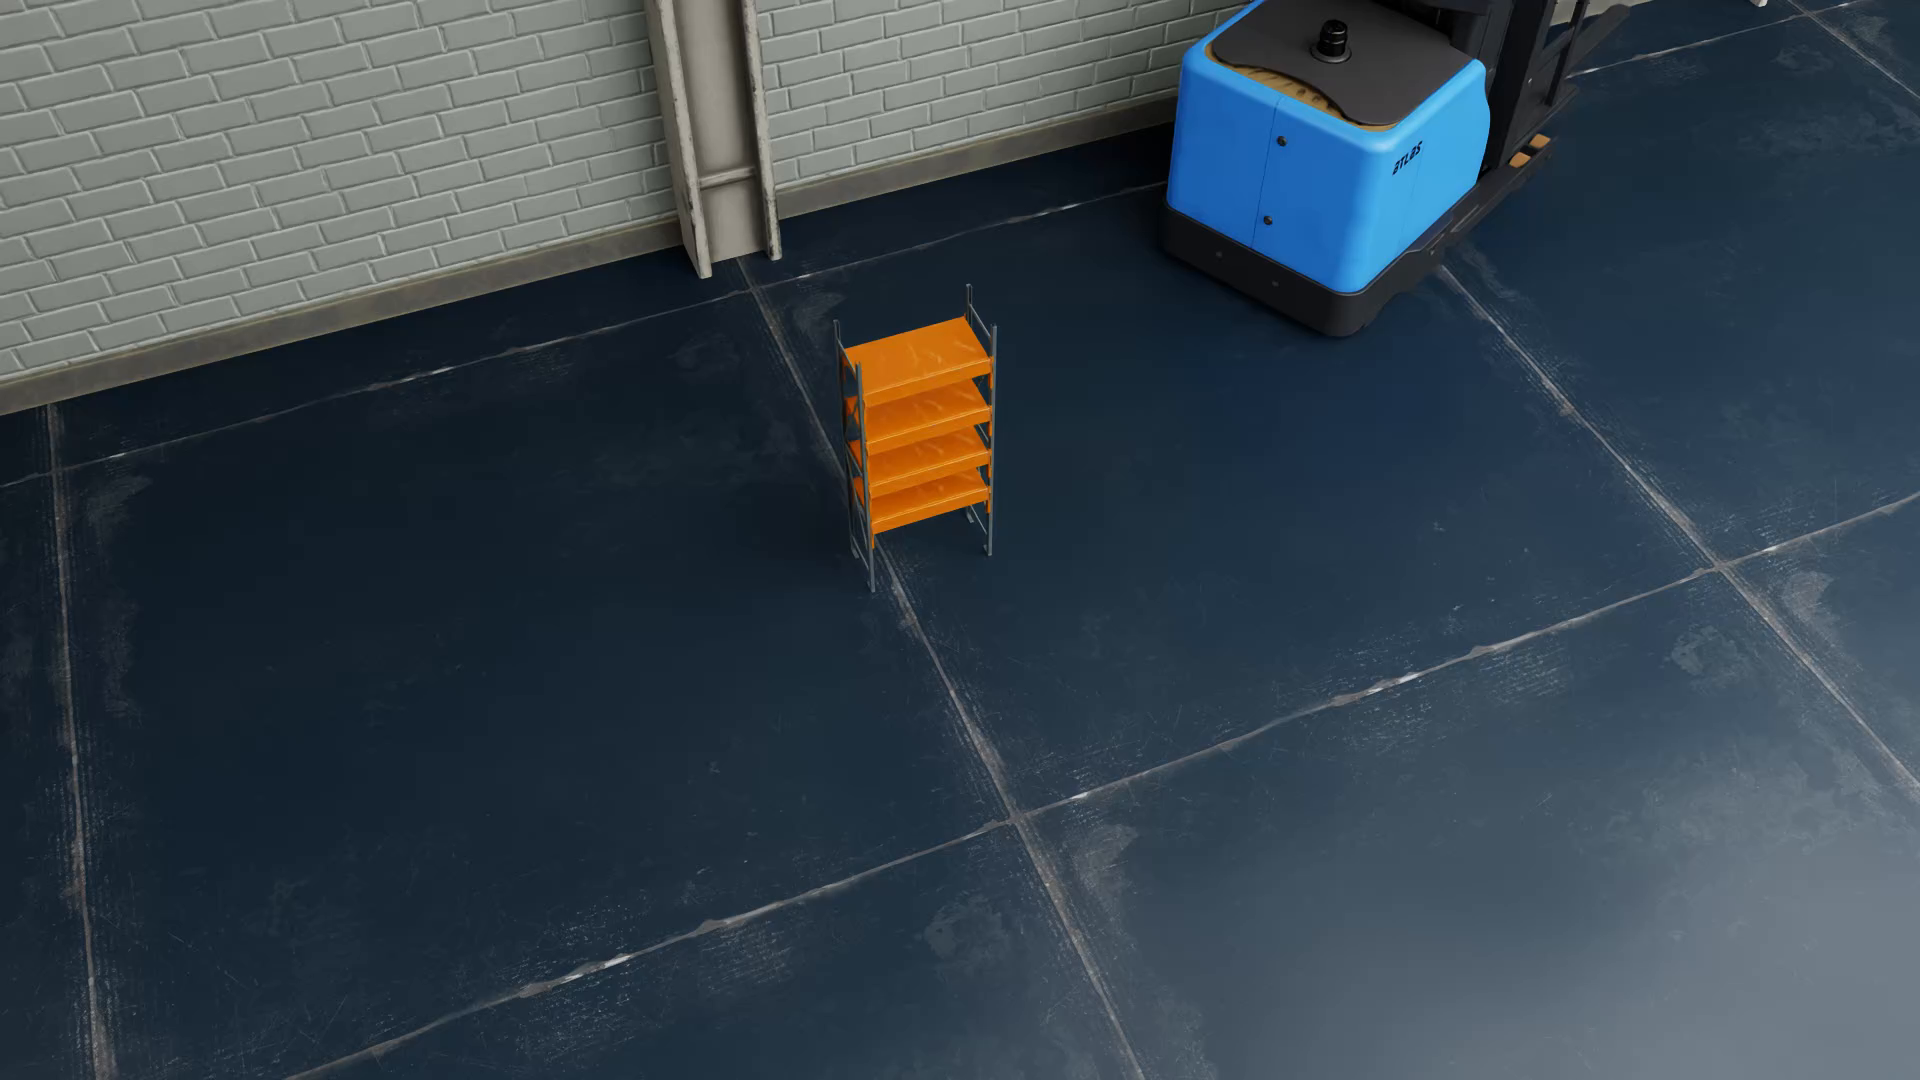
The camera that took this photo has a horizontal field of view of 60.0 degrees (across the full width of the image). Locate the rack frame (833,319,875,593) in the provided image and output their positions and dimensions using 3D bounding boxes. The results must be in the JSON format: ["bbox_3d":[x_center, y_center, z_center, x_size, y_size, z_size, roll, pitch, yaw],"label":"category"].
[{"bbox_3d":[-0.379,-0.273,6.035,0.015,1.200,0.240,-17,52,-14],"label":"rack frame"}]

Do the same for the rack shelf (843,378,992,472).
[{"bbox_3d":[-0.153,-0.445,5.976,0.480,0.148,0.258,-17,52,-14],"label":"rack shelf"}]

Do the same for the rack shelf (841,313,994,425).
[{"bbox_3d":[-0.153,-0.599,5.797,0.480,0.148,0.258,-17,52,-14],"label":"rack shelf"}]

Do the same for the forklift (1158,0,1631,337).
[{"bbox_3d":[2.260,-2.888,7.139,1.130,2.935,3.031,33,57,25],"label":"forklift"}]

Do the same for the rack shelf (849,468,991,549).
[{"bbox_3d":[-0.153,-0.170,6.296,0.480,0.148,0.258,-17,52,-14],"label":"rack shelf"}]

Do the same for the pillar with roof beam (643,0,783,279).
[{"bbox_3d":[0.564,-1.268,1.748,0.400,9.000,9.100,-17,52,-14],"label":"pillar with roof beam"}]

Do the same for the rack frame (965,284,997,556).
[{"bbox_3d":[0.073,-0.413,6.155,0.015,1.200,0.240,-17,52,-14],"label":"rack frame"}]

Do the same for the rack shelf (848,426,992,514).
[{"bbox_3d":[-0.153,-0.300,6.146,0.480,0.148,0.258,-17,52,-14],"label":"rack shelf"}]

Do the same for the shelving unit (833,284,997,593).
[{"bbox_3d":[-0.153,-0.343,6.095,0.503,1.200,0.258,-17,52,-14],"label":"shelving unit"}]
